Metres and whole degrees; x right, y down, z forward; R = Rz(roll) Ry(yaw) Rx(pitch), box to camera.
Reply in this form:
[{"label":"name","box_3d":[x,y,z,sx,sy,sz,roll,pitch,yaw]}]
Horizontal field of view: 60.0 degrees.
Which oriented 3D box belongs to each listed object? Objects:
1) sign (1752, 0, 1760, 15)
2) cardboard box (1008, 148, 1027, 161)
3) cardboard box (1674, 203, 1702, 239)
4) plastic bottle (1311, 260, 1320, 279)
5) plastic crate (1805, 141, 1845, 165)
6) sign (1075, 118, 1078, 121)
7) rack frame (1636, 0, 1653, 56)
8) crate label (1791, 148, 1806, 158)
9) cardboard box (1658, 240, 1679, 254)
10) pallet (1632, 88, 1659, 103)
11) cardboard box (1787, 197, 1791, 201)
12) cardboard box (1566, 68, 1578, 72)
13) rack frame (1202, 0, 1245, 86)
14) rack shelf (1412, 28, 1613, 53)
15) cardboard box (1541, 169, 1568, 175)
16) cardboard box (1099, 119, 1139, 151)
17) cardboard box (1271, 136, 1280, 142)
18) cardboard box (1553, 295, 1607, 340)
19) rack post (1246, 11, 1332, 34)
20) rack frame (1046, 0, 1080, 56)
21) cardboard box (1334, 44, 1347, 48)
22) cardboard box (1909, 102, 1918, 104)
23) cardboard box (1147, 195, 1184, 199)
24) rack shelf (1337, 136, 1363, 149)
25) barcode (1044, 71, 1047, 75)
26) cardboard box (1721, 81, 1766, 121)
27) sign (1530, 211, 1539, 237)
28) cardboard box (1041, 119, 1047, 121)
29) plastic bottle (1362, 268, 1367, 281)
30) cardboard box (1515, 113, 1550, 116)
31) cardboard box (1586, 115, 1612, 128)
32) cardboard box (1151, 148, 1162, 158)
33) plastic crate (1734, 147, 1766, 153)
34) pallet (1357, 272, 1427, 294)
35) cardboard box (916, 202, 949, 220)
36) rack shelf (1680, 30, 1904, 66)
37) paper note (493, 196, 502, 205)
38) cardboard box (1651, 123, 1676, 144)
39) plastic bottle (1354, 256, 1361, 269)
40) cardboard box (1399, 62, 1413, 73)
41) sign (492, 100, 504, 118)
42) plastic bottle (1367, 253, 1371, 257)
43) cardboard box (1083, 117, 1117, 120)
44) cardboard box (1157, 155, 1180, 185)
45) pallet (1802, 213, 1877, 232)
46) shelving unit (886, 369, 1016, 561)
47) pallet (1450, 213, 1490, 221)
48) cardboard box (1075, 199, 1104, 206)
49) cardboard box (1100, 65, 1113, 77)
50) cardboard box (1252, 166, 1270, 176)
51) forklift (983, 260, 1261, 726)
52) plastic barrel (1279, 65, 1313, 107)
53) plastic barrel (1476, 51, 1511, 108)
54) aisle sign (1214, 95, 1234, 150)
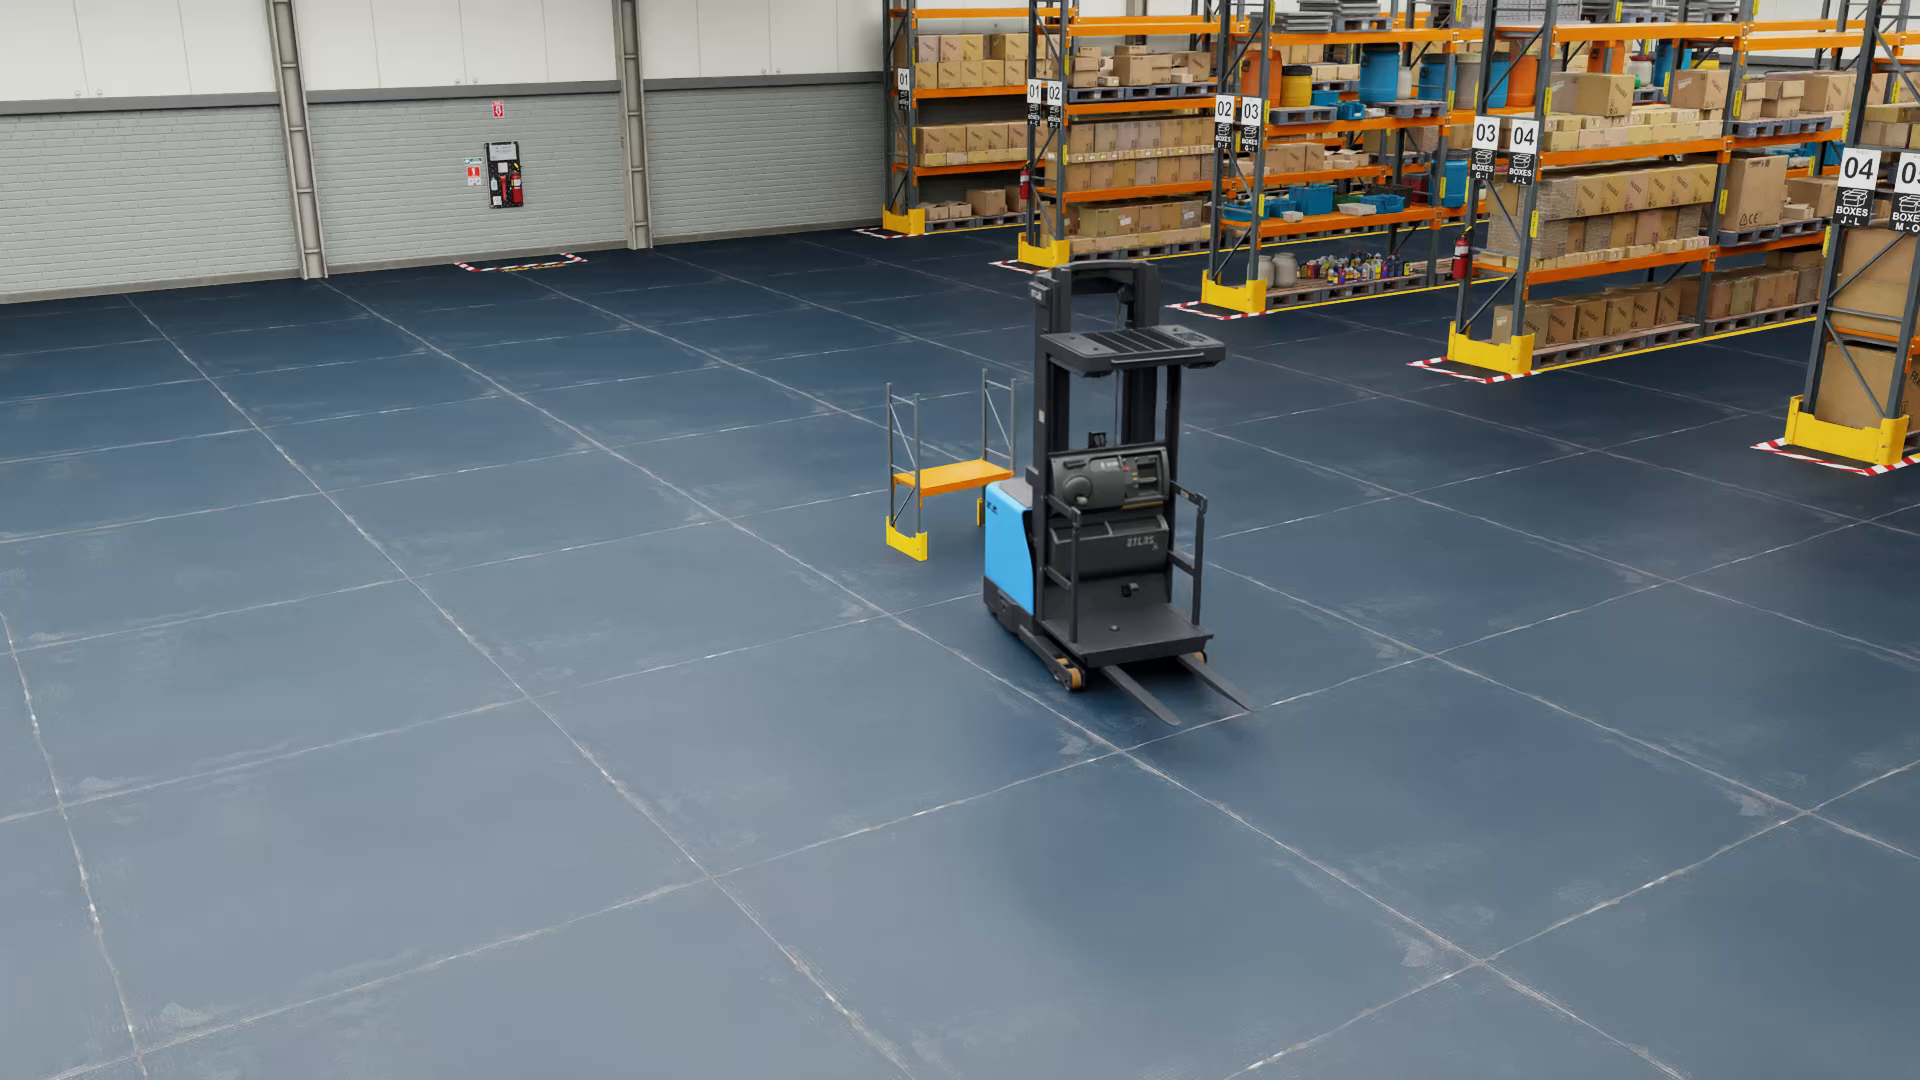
[{"label":"sign","box_3d":[14.563,-9.767,30.411,0.005,0.325,0.100,-12,22,-31]},{"label":"cardboard box","box_3d":[1.071,-8.008,34.452,0.500,0.250,0.500,-12,22,-32]},{"label":"cardboard box","box_3d":[9.895,-4.563,23.439,0.500,0.500,0.875,-12,22,-31]},{"label":"plastic bottle","box_3d":[5.817,-4.429,27.216,0.133,0.283,0.061,-12,22,-31]},{"label":"plastic crate","box_3d":[17.426,-7.813,33.521,0.499,0.435,0.616,-12,22,-31]},{"label":"sign","box_3d":[2.437,-8.679,34.881,0.005,0.325,0.100,-12,22,-31]},{"label":"rack frame","box_3d":[14.882,-12.044,36.819,0.127,3.000,1.000,-12,22,-31]},{"label":"crate label","box_3d":[17.215,-7.870,34.008,0.303,0.233,0.416,-12,22,-31]},{"label":"cardboard box","box_3d":[9.683,-4.059,22.960,0.250,0.149,0.380,-12,22,-31]},{"label":"pallet","box_3d":[11.614,-7.907,29.562,1.213,0.211,1.003,-12,22,-31]},{"label":"cardboard box","box_3d":[12.119,-5.037,25.037,0.500,0.250,0.500,-13,22,-33]},{"label":"cardboard box","box_3d":[12.921,-10.041,35.814,0.500,0.250,0.500,-12,22,-31]},{"label":"rack frame","box_3d":[4.859,-9.930,30.567,0.127,3.000,1.000,-12,22,-31]},{"label":"rack shelf","box_3d":[9.251,-8.427,27.867,4.000,0.370,1.077,-12,22,-31]},{"label":"cardboard box","box_3d":[7.702,-4.648,22.127,0.500,0.500,0.500,-12,22,-31]},{"label":"cardboard box","box_3d":[2.817,-7.317,30.022,0.500,0.500,0.700,-12,22,-31]},{"label":"cardboard box","box_3d":[7.150,-9.277,38.362,0.250,0.149,0.380,-12,22,-31]},{"label":"cardboard box","box_3d":[8.508,-3.073,22.899,0.500,0.500,0.500,-10,21,-26]},{"label":"rack post","box_3d":[4.941,-7.762,24.935,0.954,0.300,0.937,-9,21,-26]},{"label":"rack frame","box_3d":[2.132,-11.254,34.484,0.127,3.000,1.000,-12,22,-31]},{"label":"cardboard box","box_3d":[9.268,-11.959,39.502,0.500,0.500,0.500,-12,22,-32]},{"label":"cardboard box","box_3d":[10.341,-4.600,17.818,0.250,0.149,0.380,-11,22,-30]},{"label":"cardboard box","box_3d":[3.887,-6.252,31.520,0.500,0.500,0.500,-12,22,-31]},{"label":"rack shelf","box_3d":[10.484,-9.833,40.770,4.000,0.370,1.077,-12,22,-31]},{"label":"barcode","box_3d":[1.505,-8.262,29.409,0.075,0.075,0.001,-12,22,-31]},{"label":"cardboard box","box_3d":[10.752,-6.163,23.290,0.637,0.503,0.797,-13,23,-34]},{"label":"sign","box_3d":[7.262,-3.998,21.036,0.005,0.325,0.100,-12,22,-31]},{"label":"cardboard box","box_3d":[1.907,-8.540,34.855,0.500,0.500,0.500,-12,22,-32]},{"label":"plastic bottle","box_3d":[6.550,-4.308,26.988,0.097,0.201,0.097,0,19,0]},{"label":"cardboard box","box_3d":[7.474,-5.496,21.747,0.250,0.149,0.380,-13,23,-34]},{"label":"cardboard box","box_3d":[8.206,-5.427,21.541,0.250,0.149,0.380,-12,22,-32]},{"label":"cardboard box","box_3d":[3.469,-7.067,30.295,0.250,0.149,0.380,-11,22,-30]},{"label":"plastic crate","box_3d":[15.146,-7.321,32.022,0.583,0.464,0.402,-12,22,-31]},{"label":"pallet","box_3d":[6.997,-4.334,27.736,1.213,0.211,1.003,-12,22,-31]},{"label":"cardboard box","box_3d":[-0.581,-6.740,34.010,0.500,0.311,0.500,-15,24,-37]},{"label":"rack shelf","box_3d":[11.975,-7.102,23.948,4.000,0.370,1.077,-12,22,-31]},{"label":"paper note","box_3d":[-8.382,-6.151,30.130,0.142,0.148,0.016,-12,22,-31]},{"label":"cardboard box","box_3d":[9.203,-5.457,22.254,0.500,0.250,0.500,-12,22,-32]},{"label":"plastic bottle","box_3d":[6.624,-4.589,27.710,0.097,0.271,0.097,0,19,0]},{"label":"cardboard box","box_3d":[8.546,-9.347,33.369,0.500,0.500,0.910,-12,22,-31]},{"label":"sign","box_3d":[-8.257,-7.704,29.730,0.199,0.298,0.001,-12,22,-31]},{"label":"plastic bottle","box_3d":[6.818,-4.678,27.963,0.135,0.276,0.152,-11,22,-29]},{"label":"cardboard box","box_3d":[3.046,-8.845,35.882,0.500,0.500,0.700,-9,21,-26]},{"label":"cardboard box","box_3d":[3.634,-6.874,30.737,0.500,0.500,0.700,-12,22,-31]},{"label":"pallet","box_3d":[13.109,-4.897,25.347,1.003,0.211,1.213,-12,22,-31]},{"label":"shelving unit","box_3d":[-0.064,-0.697,14.965,1.083,1.500,0.587,-12,22,-31]},{"label":"pallet","box_3d":[10.882,-7.023,35.689,1.213,0.211,1.003,-12,22,-31]},{"label":"cardboard box","box_3d":[2.737,-7.571,36.171,0.500,0.500,0.700,-11,22,-30]},{"label":"cardboard box","box_3d":[2.800,-8.399,29.986,0.500,0.311,0.500,-9,21,-25]},{"label":"cardboard box","box_3d":[5.712,-7.071,31.868,0.250,0.149,0.380,-12,22,-31]},{"label":"forklift","box_3d":[1.181,-0.449,11.995,1.130,2.935,3.031,-7,20,-19]},{"label":"plastic barrel","box_3d":[5.122,-7.002,25.639,0.600,0.588,0.600,0,19,0]},{"label":"plastic barrel","box_3d":[8.978,-7.799,28.164,0.708,0.901,0.600,-12,22,-31]},{"label":"aisle sign","box_3d":[4.016,-6.356,25.304,0.004,0.787,0.394,-12,22,-31]}]
